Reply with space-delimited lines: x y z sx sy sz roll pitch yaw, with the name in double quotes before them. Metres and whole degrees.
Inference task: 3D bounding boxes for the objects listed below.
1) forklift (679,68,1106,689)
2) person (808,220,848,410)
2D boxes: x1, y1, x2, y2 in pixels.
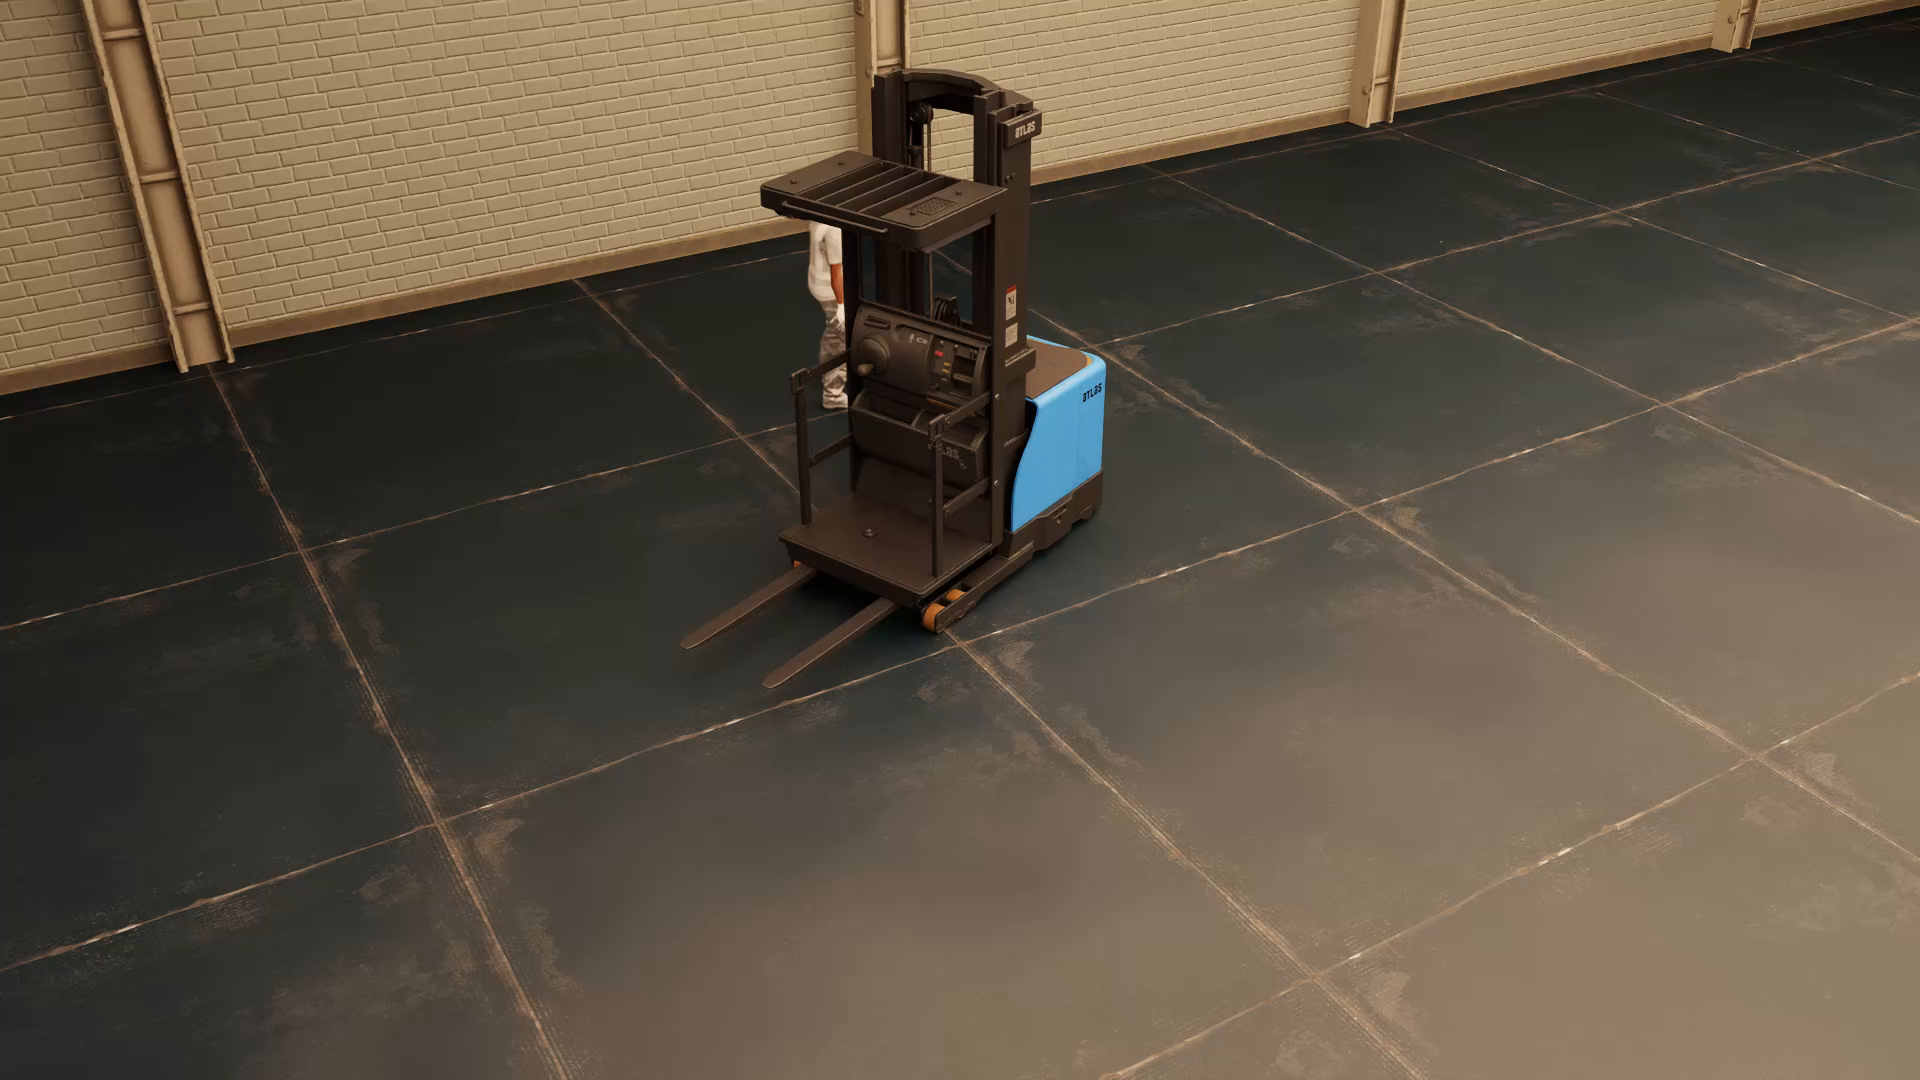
"forklift" -0.365 -1.007 9.329 1.130 2.935 3.031 21 37 31
"person" -0.859 -1.796 11.794 0.417 1.753 0.821 -9 32 -15
